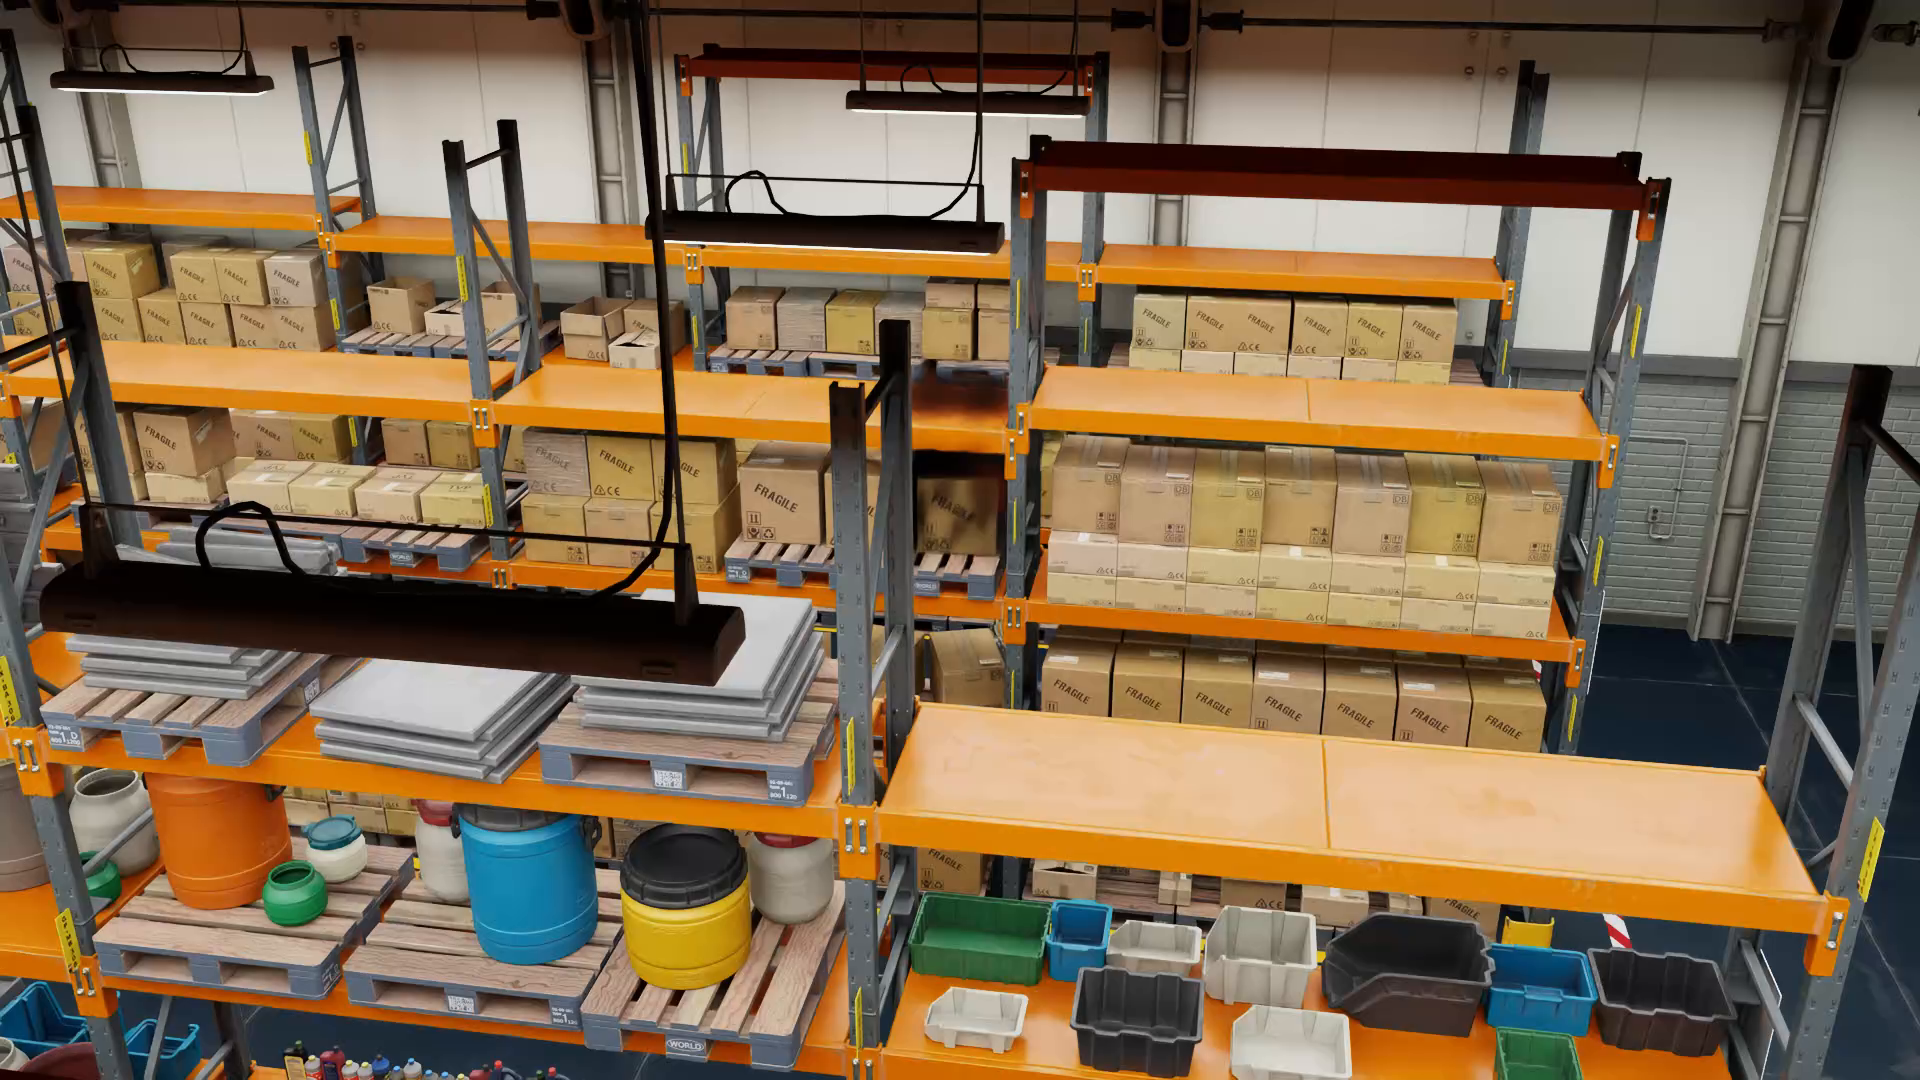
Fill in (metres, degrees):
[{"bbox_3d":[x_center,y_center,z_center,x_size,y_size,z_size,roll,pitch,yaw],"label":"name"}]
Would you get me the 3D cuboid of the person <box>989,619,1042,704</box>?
[{"bbox_3d":[0.474,0.996,15.730,0.665,1.663,0.461,3,23,7],"label":"person"}]
